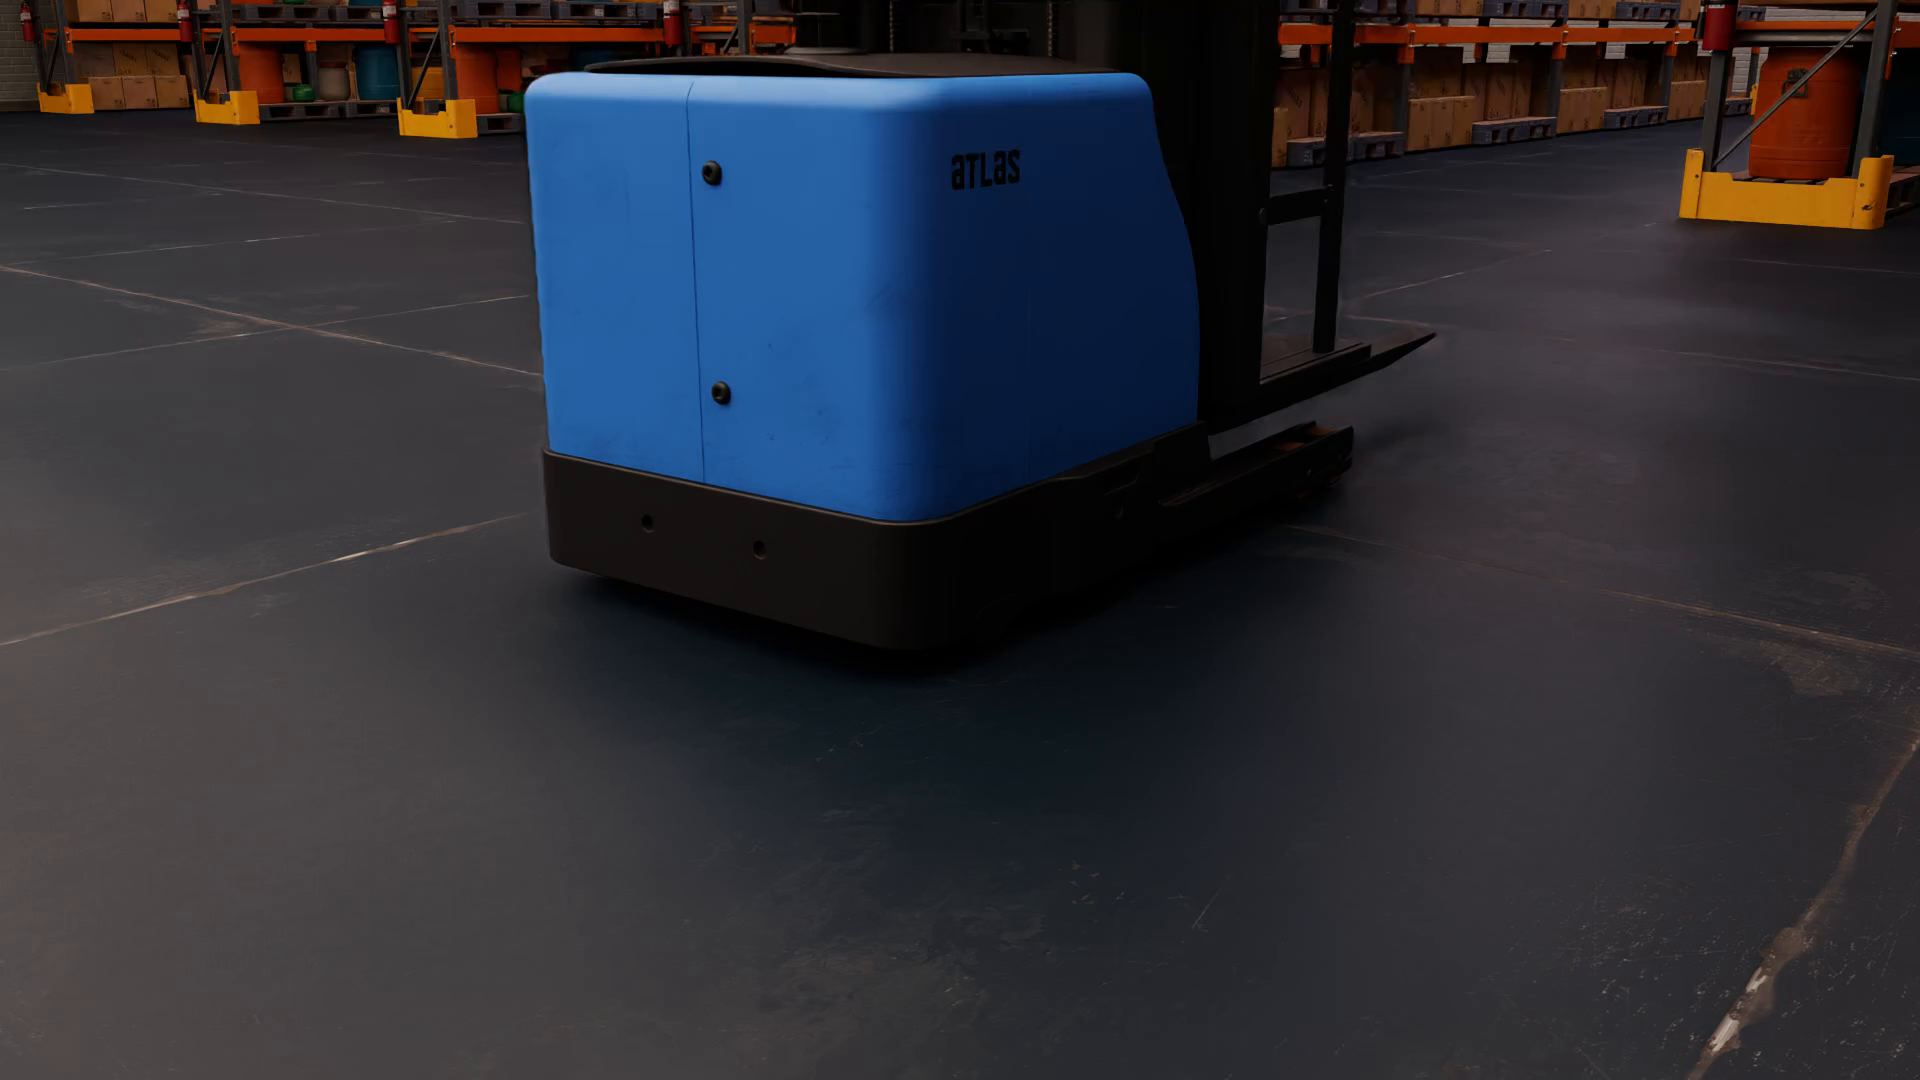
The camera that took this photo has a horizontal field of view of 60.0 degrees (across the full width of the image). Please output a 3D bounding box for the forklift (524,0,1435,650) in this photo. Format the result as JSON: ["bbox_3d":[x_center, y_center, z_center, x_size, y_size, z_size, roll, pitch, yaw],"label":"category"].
[{"bbox_3d":[0.385,-1.566,4.054,1.130,2.935,3.031,12,21,34],"label":"forklift"}]
